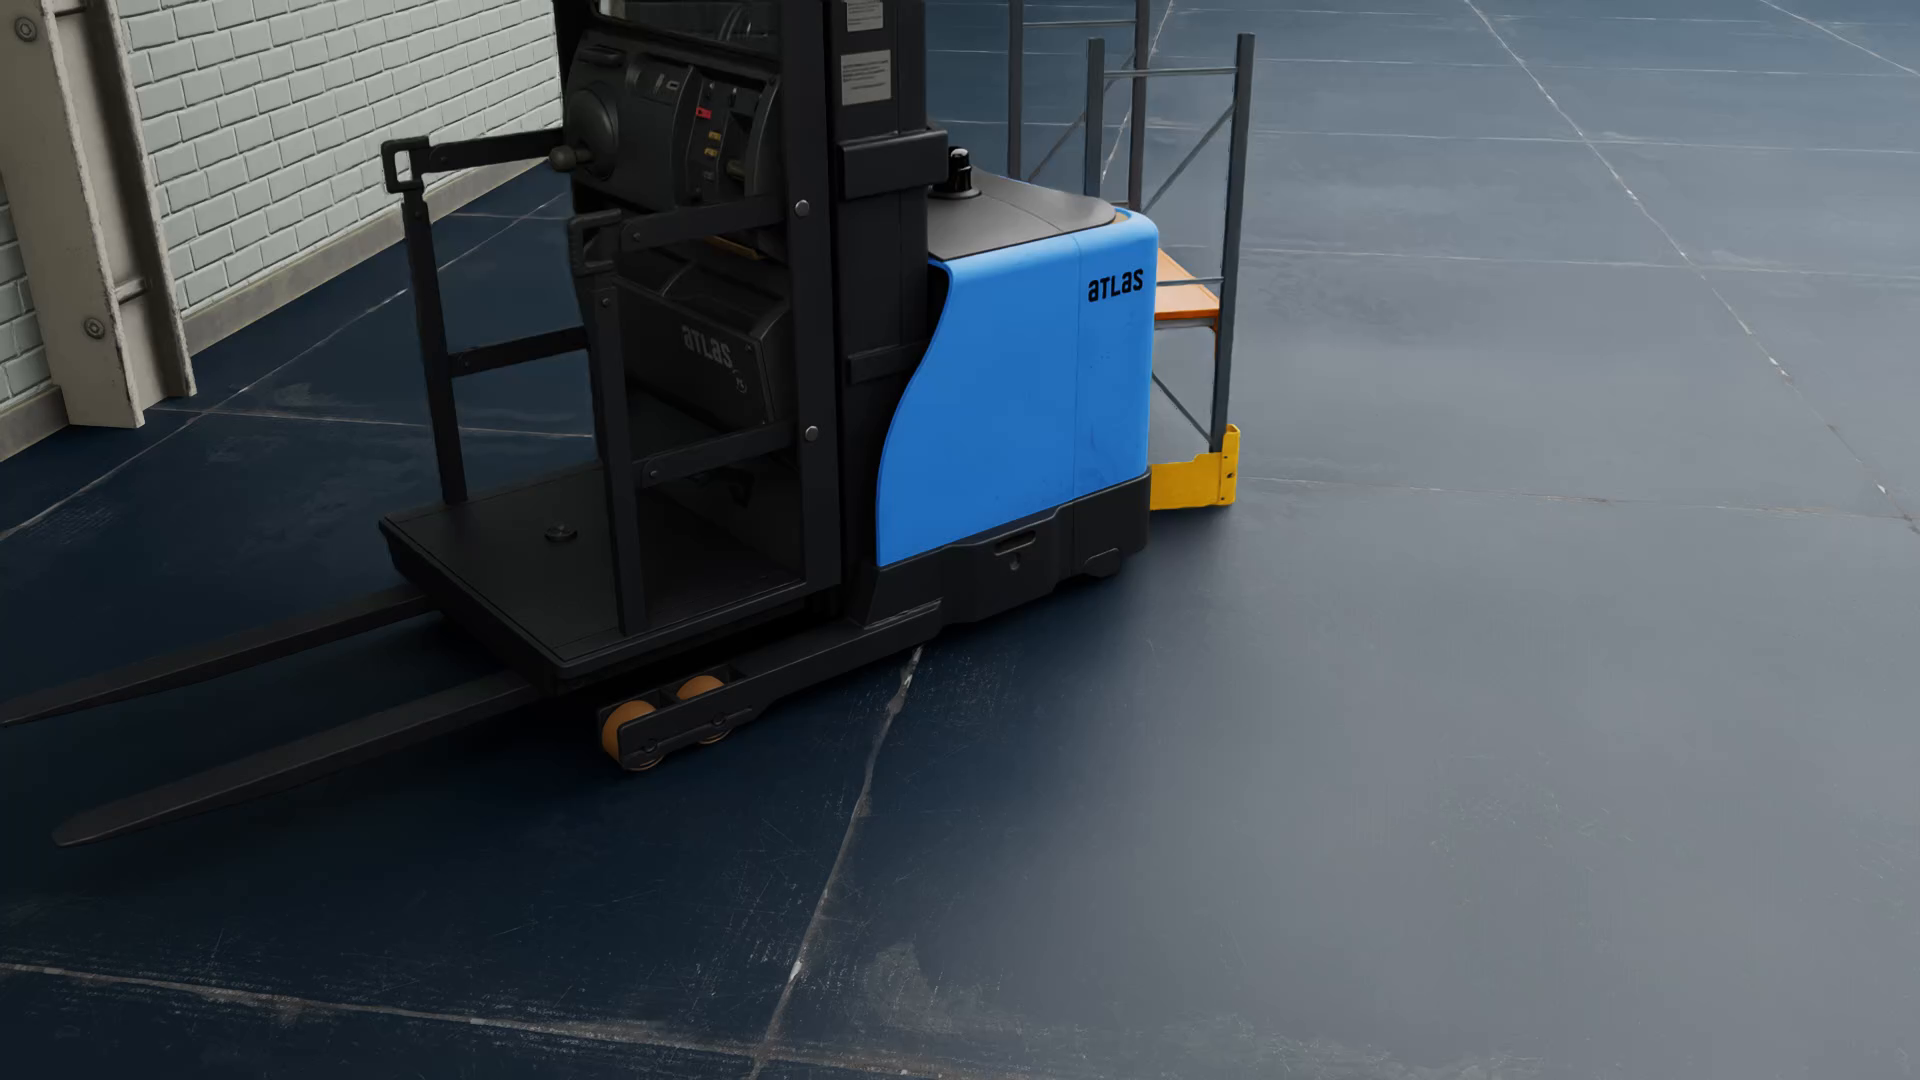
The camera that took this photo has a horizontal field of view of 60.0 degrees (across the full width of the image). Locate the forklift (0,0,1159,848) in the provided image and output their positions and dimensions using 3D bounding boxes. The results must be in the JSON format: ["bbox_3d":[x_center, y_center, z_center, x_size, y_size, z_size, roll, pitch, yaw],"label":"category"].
[{"bbox_3d":[-0.885,-1.018,3.967,3.031,2.935,1.130,-19,31,-35],"label":"forklift"}]

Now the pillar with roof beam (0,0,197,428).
[{"bbox_3d":[1.093,-4.283,3.784,9.100,9.000,0.400,4,25,9],"label":"pillar with roof beam"}]

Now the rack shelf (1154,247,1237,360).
[{"bbox_3d":[0.519,-0.843,5.705,0.538,0.185,1.000,-5,26,-10],"label":"rack shelf"}]

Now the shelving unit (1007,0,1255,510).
[{"bbox_3d":[0.521,-1.002,5.621,0.587,1.500,1.083,-5,26,-10],"label":"shelving unit"}]

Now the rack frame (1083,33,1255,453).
[{"bbox_3d":[0.620,-0.794,5.178,0.500,1.500,0.032,-5,26,-10],"label":"rack frame"}]

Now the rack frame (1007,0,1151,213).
[{"bbox_3d":[0.418,-1.217,6.080,0.500,1.500,0.032,-5,26,-10],"label":"rack frame"}]

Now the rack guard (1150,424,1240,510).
[{"bbox_3d":[0.620,-0.229,5.444,0.587,0.250,0.087,-5,26,-10],"label":"rack guard"}]

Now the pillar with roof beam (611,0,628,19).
[{"bbox_3d":[2.074,-6.792,9.146,9.100,9.000,0.400,4,25,9],"label":"pillar with roof beam"}]
